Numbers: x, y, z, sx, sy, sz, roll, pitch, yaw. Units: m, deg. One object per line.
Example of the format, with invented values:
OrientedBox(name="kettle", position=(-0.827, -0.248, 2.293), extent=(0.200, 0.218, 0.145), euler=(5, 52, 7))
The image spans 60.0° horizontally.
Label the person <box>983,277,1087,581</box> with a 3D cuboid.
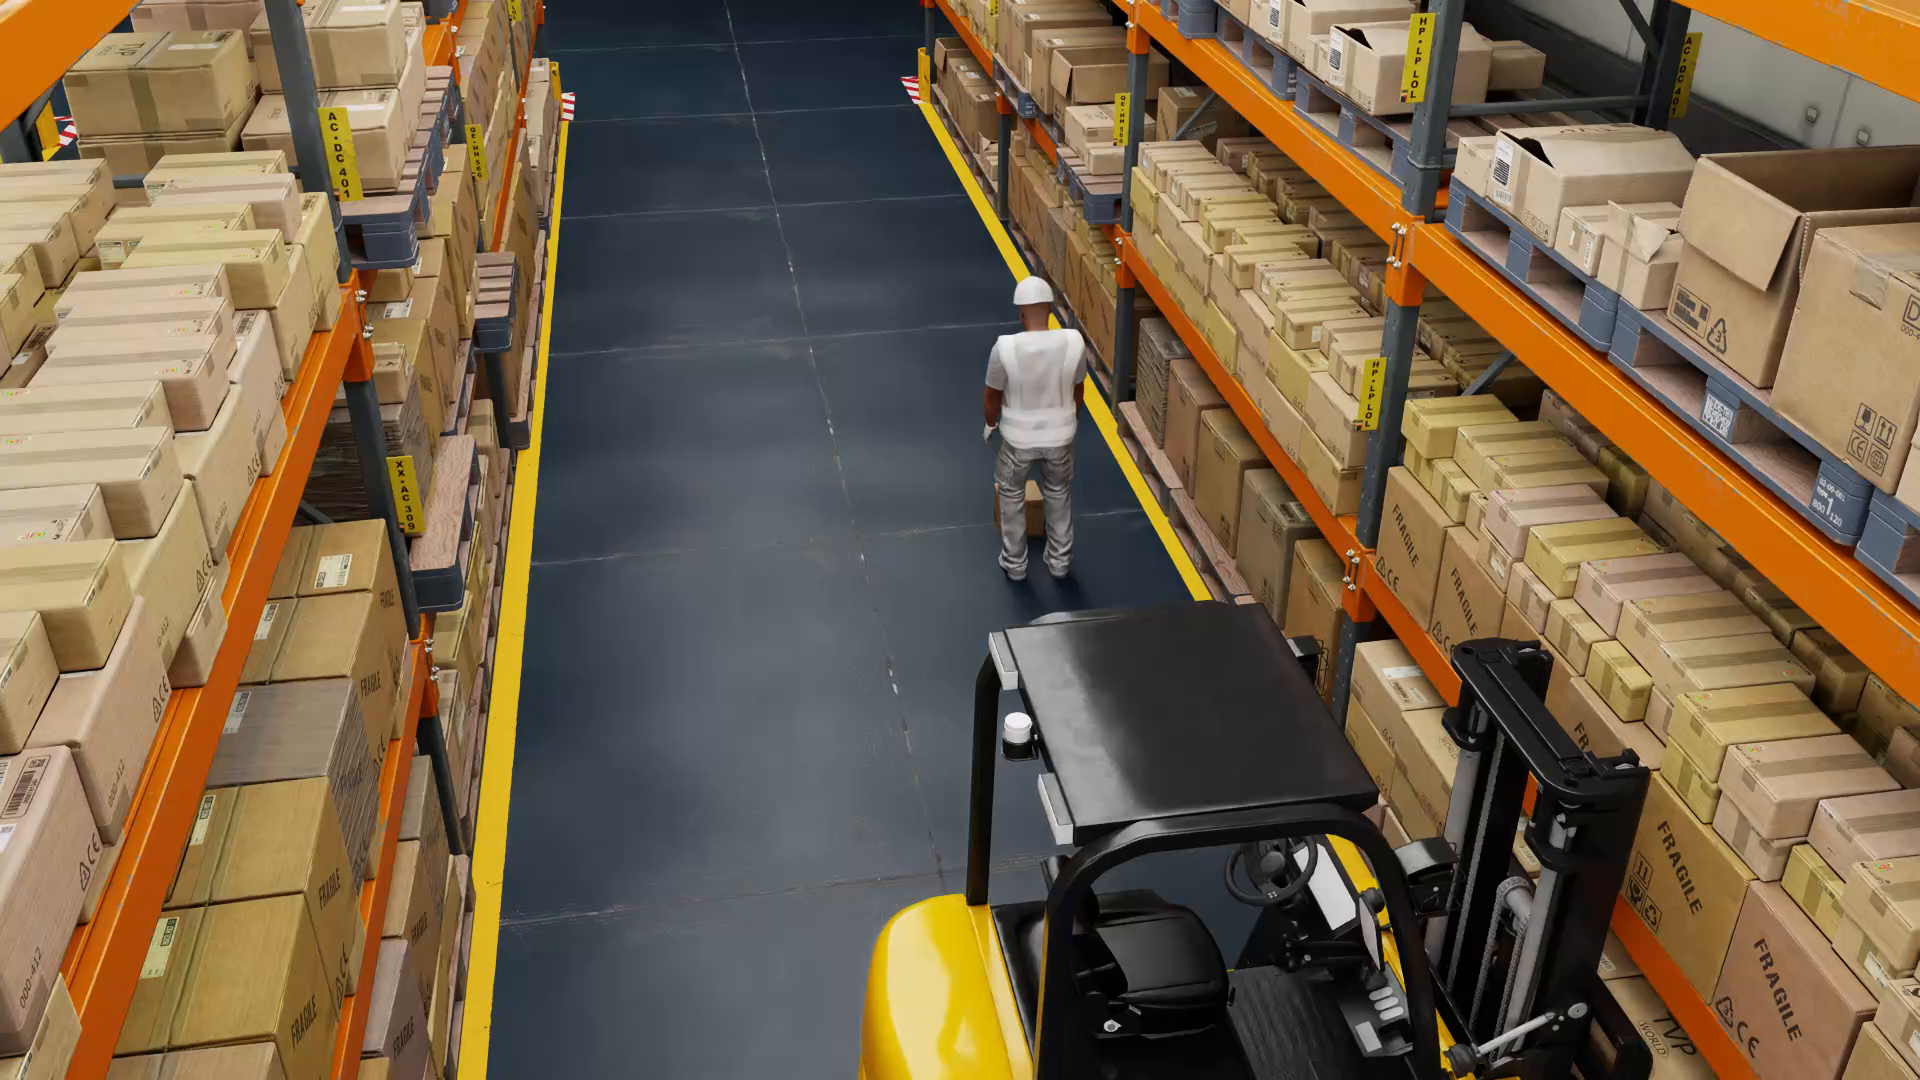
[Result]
OrientedBox(name="person", position=(0.403, -0.595, 9.158), extent=(0.557, 1.761, 0.400), euler=(-5, 31, -8))
